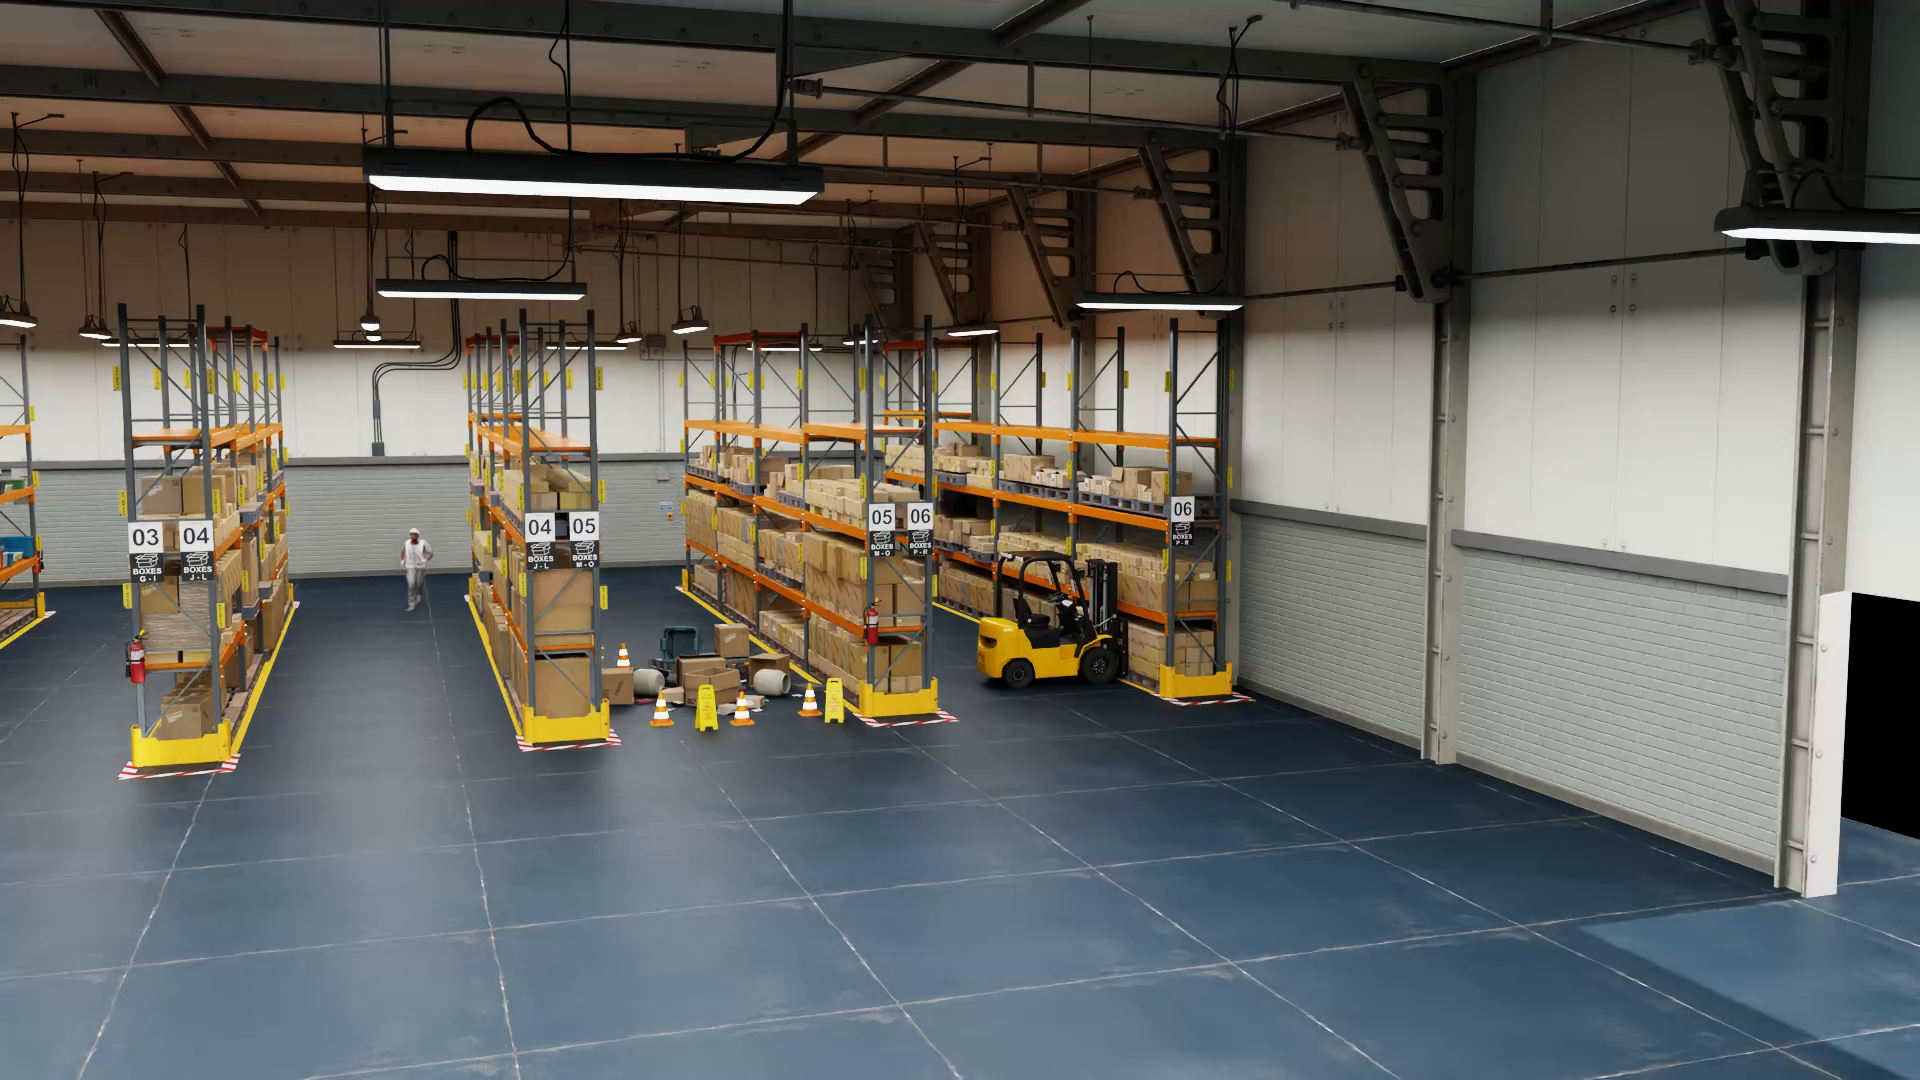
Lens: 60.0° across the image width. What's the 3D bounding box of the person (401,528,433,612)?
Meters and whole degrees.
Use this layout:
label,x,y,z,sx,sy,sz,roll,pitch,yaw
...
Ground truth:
label,x,y,z,sx,sy,sz,roll,pitch,yaw
person,-11.997,0.630,36.739,0.696,1.799,0.883,-1,6,-12
